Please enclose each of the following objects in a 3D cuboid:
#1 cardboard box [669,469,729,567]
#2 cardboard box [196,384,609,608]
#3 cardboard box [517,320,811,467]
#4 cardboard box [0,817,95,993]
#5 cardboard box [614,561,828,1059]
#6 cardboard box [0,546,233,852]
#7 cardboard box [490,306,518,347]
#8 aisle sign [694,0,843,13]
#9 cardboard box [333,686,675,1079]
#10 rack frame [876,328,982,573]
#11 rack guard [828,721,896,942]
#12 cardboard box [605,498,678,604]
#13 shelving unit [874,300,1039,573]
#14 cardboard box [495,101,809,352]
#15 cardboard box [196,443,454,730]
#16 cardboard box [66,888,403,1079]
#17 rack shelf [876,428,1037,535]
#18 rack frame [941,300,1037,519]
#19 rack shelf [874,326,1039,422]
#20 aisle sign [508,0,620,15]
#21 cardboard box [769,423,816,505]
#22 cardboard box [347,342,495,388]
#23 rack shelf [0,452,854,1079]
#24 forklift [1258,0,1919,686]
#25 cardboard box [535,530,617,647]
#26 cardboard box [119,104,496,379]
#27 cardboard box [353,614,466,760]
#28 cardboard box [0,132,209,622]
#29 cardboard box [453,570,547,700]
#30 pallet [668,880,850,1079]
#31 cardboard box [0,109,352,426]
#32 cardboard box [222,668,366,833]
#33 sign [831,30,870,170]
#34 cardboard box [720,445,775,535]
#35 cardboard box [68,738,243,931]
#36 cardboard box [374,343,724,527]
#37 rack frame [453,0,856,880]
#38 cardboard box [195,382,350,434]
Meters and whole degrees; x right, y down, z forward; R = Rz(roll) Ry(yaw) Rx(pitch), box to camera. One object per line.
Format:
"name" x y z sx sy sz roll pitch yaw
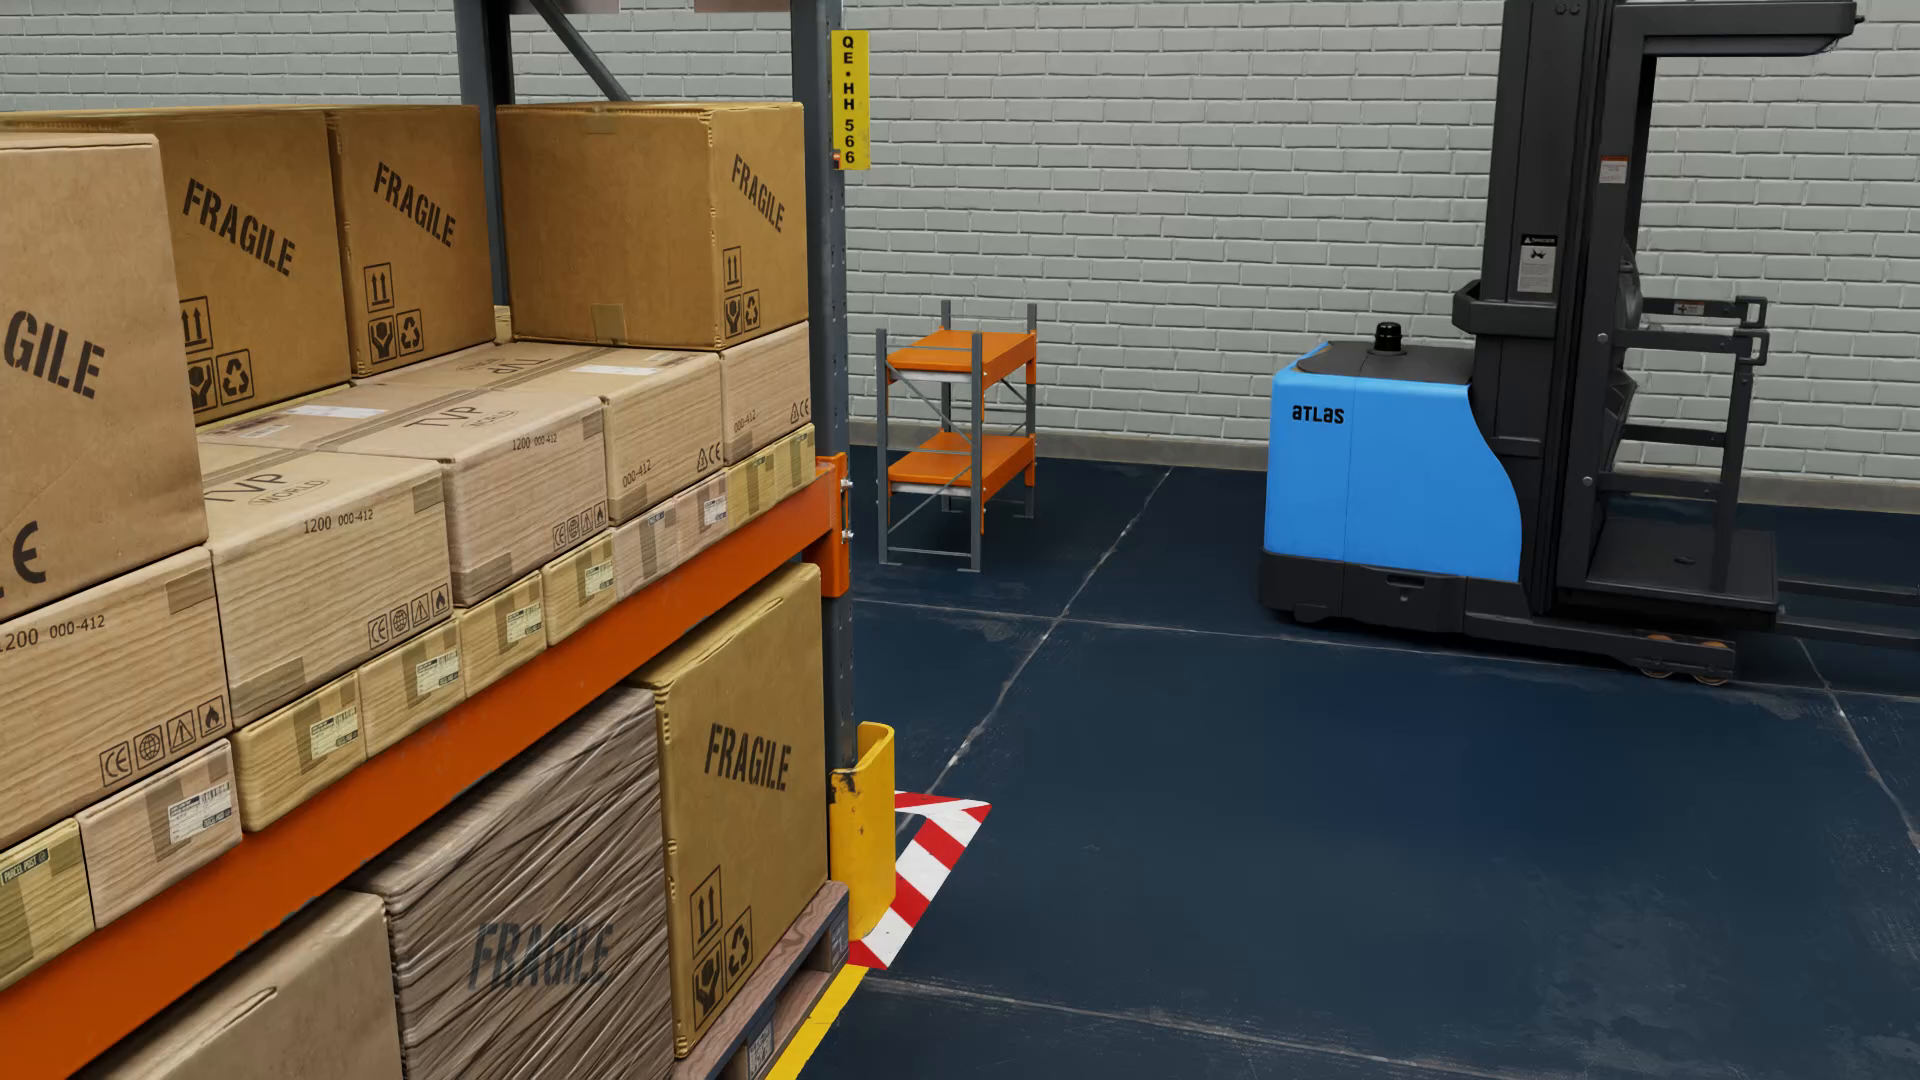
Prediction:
"cardboard box" -0.714 -0.062 3.510 0.380 0.149 0.250 5 16 16
"cardboard box" -0.955 -0.093 2.890 0.500 0.250 0.500 4 16 14
"cardboard box" -0.666 -0.359 3.828 0.500 0.250 0.500 4 16 15
"cardboard box" -1.222 0.407 1.858 0.380 0.149 0.250 4 16 15
"cardboard box" -0.888 0.558 3.988 0.875 0.875 0.875 5 16 16
"cardboard box" -1.247 0.172 1.956 0.500 0.250 0.500 5 17 17
"cardboard box" -1.178 -0.402 3.978 0.500 0.250 0.500 4 16 14
"aisle sign" -0.475 -1.682 3.997 0.394 0.787 0.004 5 16 16
"cardboard box" -1.147 0.797 3.148 0.875 0.875 0.875 5 16 16
"rack frame" -0.143 -0.410 7.713 0.500 1.125 0.032 5 16 16
"rack guard" -0.776 0.761 4.730 1.175 0.500 0.348 5 16 16
"cardboard box" -0.785 0.003 3.280 0.380 0.149 0.250 5 17 17
"shelving unit" 0.002 -0.543 8.182 0.538 1.125 1.048 5 16 16
"cardboard box" -0.670 -0.719 3.724 0.500 0.500 0.500 5 17 17
"cardboard box" -1.100 0.043 2.409 0.500 0.250 0.500 5 16 16
"cardboard box" -1.400 1.029 2.327 0.875 0.875 0.875 5 16 16
"rack shelf" 0.002 -0.308 8.249 0.538 0.278 1.000 5 16 16
"rack frame" 0.146 -0.676 8.651 0.500 1.125 0.032 5 16 16
"rack shelf" 0.002 -0.825 8.102 0.538 0.278 1.000 5 16 16
"aisle sign" -1.050 -1.728 4.161 0.394 0.787 0.004 5 16 16
"cardboard box" -0.569 -0.196 3.983 0.380 0.149 0.250 5 17 17
"cardboard box" -1.320 -0.265 3.497 0.500 0.250 0.500 4 16 15
"rack shelf" -1.351 0.434 2.621 1.077 0.370 4.000 5 16 16
"forklift" 2.838 -1.018 6.548 3.031 2.935 1.130 7 17 24
"cardboard box" -0.857 0.072 3.041 0.380 0.149 0.250 4 16 15
"cardboard box" -1.320 -0.632 3.415 0.500 0.500 0.500 4 16 15
"cardboard box" -1.003 0.204 2.573 0.380 0.149 0.250 5 17 17
"cardboard box" -1.248 -0.191 1.860 0.500 0.500 0.500 4 16 14
"cardboard box" -0.931 0.139 2.801 0.380 0.149 0.250 5 16 16
"pallet" -0.935 1.121 3.989 1.003 0.211 1.213 5 16 16
"cardboard box" -1.462 -0.496 2.935 0.500 0.500 0.500 4 16 14
"cardboard box" -1.075 0.272 2.332 0.380 0.149 0.250 4 16 14
"sign" -0.267 -1.061 4.016 0.100 0.325 0.005 5 16 16
"cardboard box" -0.641 -0.128 3.743 0.380 0.149 0.250 5 17 16
"cardboard box" -1.149 0.341 2.090 0.380 0.149 0.250 5 17 17
"cardboard box" -0.811 -0.226 3.360 0.500 0.250 0.500 4 16 15
"rack frame" -0.783 -0.435 4.367 1.000 3.000 0.127 5 16 16
"cardboard box" -1.466 -0.134 3.034 0.500 0.250 0.500 4 16 14
